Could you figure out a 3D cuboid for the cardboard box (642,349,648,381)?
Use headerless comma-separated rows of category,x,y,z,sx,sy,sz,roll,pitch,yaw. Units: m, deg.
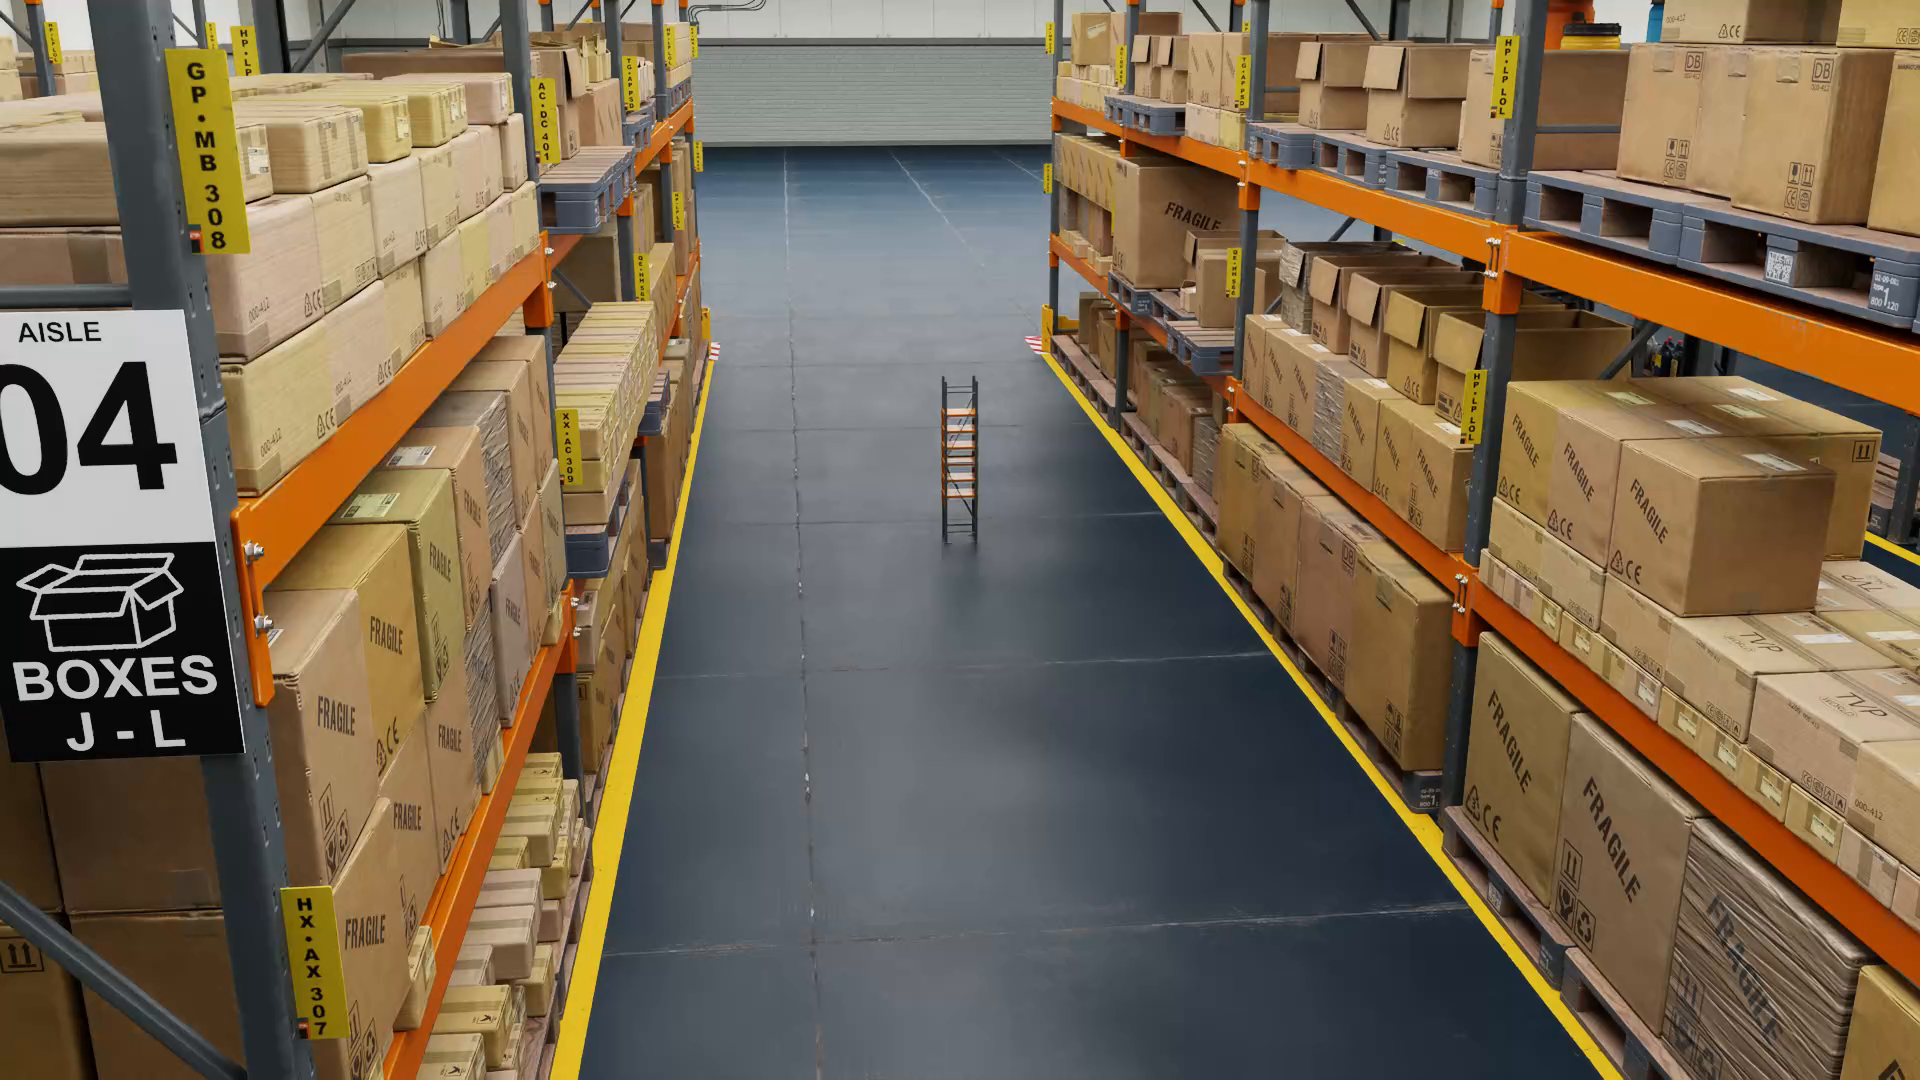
cardboard box,-2.004,-1.005,9.593,0.380,0.149,0.250,-2,18,-6

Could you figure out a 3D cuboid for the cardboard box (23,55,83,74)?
cardboard box,-7.681,-4.029,14.083,0.380,0.149,0.250,-1,17,-4

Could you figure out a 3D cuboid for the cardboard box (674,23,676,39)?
cardboard box,-2.784,-4.626,15.116,0.380,0.149,0.250,-2,18,-7

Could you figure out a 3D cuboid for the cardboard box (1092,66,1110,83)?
cardboard box,1.478,-4.493,16.058,0.380,0.149,0.250,-1,17,-3

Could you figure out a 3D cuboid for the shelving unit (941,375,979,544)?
shelving unit,-0.001,-0.577,12.011,0.258,1.200,0.189,-2,18,-6

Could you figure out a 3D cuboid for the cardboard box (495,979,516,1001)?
cardboard box,-1.763,1.538,5.831,0.380,0.149,0.250,-3,18,-8

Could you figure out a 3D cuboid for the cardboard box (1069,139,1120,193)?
cardboard box,1.410,-3.851,17.103,0.500,0.500,0.500,-2,18,-6

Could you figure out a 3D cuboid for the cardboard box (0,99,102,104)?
cardboard box,-2.194,-1.026,4.178,0.380,0.149,0.250,-1,17,-4

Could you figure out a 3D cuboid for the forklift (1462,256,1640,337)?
forklift,4.674,-1.780,12.952,1.130,2.935,3.031,-7,19,-22

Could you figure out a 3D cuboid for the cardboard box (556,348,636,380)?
cardboard box,-1.928,-0.918,8.818,0.380,0.149,0.250,-1,17,-4

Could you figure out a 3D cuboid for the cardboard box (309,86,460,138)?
cardboard box,-1.716,-1.275,4.974,0.380,0.149,0.250,-2,18,-6

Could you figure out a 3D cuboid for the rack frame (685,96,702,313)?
rack frame,-3.417,-3.532,18.419,1.000,3.000,0.127,-2,18,-6

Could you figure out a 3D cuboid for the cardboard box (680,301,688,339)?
cardboard box,-3.000,-1.716,15.482,0.875,0.875,0.875,-2,17,-5

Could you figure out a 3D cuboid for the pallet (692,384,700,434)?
pallet,-3.005,-1.238,15.770,1.003,0.211,1.213,-2,18,-6

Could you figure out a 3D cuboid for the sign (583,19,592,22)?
sign,-3.970,-5.402,17.778,0.100,0.325,0.005,-2,18,-6

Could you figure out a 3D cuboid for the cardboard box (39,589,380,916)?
cardboard box,-1.549,0.427,3.477,0.500,0.500,0.500,-2,18,-6

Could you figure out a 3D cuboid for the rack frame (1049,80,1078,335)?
rack frame,1.527,-3.655,18.811,1.000,3.000,0.127,-2,18,-6

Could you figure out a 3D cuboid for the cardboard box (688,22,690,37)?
cardboard box,-3.045,-5.382,17.523,0.380,0.149,0.250,-2,18,-5

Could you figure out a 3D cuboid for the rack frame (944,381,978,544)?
rack frame,0.008,-0.550,11.924,0.240,1.200,0.006,-2,18,-6

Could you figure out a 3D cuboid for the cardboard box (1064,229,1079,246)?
cardboard box,1.337,-3.293,18.077,0.380,0.149,0.250,-2,18,-6

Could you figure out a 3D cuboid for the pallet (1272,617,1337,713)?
pallet,2.481,0.659,9.726,1.003,0.211,1.213,-2,18,-6

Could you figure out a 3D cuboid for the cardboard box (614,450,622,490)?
cardboard box,-1.819,-0.326,7.925,0.380,0.149,0.250,-2,18,-5

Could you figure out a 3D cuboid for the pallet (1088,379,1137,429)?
pallet,1.835,-1.332,16.066,1.003,0.211,1.213,-2,18,-6

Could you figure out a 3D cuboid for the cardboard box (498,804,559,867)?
cardboard box,-1.785,1.166,6.519,0.380,0.149,0.250,-2,18,-6

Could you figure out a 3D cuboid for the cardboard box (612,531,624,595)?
cardboard box,-2.098,0.139,8.947,0.500,0.250,0.500,-1,17,-4

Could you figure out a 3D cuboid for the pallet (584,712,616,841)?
pallet,-2.261,1.142,8.187,1.003,0.211,1.213,-2,18,-6

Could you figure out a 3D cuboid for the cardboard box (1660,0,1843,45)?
cardboard box,2.855,-1.884,5.875,0.500,0.250,0.500,-3,18,-9

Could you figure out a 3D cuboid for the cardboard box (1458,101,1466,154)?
cardboard box,2.741,-1.998,7.974,0.500,0.311,0.500,-2,18,-8

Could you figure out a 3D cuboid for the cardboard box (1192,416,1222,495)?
cardboard box,2.193,-0.652,12.686,0.700,0.500,0.500,-3,18,-10

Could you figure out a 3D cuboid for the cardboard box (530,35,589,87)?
cardboard box,-2.139,-2.497,8.671,0.396,0.266,0.258,-2,18,-6

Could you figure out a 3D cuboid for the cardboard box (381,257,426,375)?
cardboard box,-1.675,-0.576,4.247,0.500,0.250,0.500,-2,18,-7

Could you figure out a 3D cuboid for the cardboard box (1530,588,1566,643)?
cardboard box,2.519,0.295,6.648,0.380,0.149,0.250,-1,17,-4

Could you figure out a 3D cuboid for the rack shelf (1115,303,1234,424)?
rack shelf,2.146,-1.524,13.225,1.077,0.370,4.000,-2,18,-6

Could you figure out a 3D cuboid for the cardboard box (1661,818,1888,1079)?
cardboard box,2.938,1.466,5.345,0.875,0.875,0.875,-2,18,-6

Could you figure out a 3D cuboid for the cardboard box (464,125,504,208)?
cardboard box,-1.837,-1.269,5.621,0.500,0.250,0.500,-3,18,-8

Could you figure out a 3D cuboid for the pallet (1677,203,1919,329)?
pallet,2.961,-0.862,5.054,1.003,0.211,1.213,-2,18,-6

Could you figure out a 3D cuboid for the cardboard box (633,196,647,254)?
cardboard box,-2.840,-2.413,13.020,0.700,0.500,0.500,-2,18,-5

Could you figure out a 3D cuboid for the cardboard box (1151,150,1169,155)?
cardboard box,2.093,-3.421,15.732,0.500,0.500,0.500,-2,18,-6

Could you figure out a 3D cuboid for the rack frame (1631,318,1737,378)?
rack frame,6.866,-2.616,15.502,1.000,3.000,0.127,-2,18,-6

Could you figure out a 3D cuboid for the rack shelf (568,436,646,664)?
rack shelf,-2.386,-0.209,9.036,1.077,0.370,4.000,-2,18,-6

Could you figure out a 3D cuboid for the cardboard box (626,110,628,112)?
cardboard box,-2.448,-3.007,11.021,0.500,0.311,0.500,-2,18,-6

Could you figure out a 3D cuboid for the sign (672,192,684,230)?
sign,-2.466,-2.874,14.524,0.100,0.325,0.005,-2,18,-6

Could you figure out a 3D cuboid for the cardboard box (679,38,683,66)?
cardboard box,-2.935,-4.695,16.003,0.500,0.250,0.500,-2,18,-5

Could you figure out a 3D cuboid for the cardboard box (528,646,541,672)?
cardboard box,-1.814,0.396,6.327,0.380,0.149,0.250,-1,17,-3

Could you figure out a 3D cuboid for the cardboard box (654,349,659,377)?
cardboard box,-2.084,-1.096,10.378,0.380,0.149,0.250,-1,17,-5

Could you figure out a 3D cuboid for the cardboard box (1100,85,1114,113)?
cardboard box,1.589,-4.106,15.492,0.500,0.250,0.500,-1,17,-4

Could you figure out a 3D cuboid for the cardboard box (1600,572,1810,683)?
cardboard box,2.658,0.301,5.966,0.500,0.250,0.500,-1,17,-4

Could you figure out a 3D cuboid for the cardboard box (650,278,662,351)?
cardboard box,-2.476,-1.640,12.225,0.500,0.500,0.500,-2,18,-6

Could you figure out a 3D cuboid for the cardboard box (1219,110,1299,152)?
cardboard box,2.059,-2.765,11.219,0.500,0.250,0.500,-2,18,-6

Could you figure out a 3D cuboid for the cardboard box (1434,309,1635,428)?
cardboard box,2.691,-0.796,7.863,0.797,0.503,0.637,-2,18,-7

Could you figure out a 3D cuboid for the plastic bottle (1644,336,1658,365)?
plastic bottle,7.132,-1.998,17.222,0.144,0.351,0.185,-2,18,-6

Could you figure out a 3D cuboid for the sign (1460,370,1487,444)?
sign,2.226,-0.575,7.199,0.100,0.325,0.005,-2,18,-6

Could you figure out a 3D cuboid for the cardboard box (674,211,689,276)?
cardboard box,-3.072,-2.849,15.993,0.875,0.550,0.550,-2,18,-6

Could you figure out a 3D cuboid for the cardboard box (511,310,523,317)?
cardboard box,-2.706,-1.289,10.000,0.380,0.149,0.250,-2,18,-7

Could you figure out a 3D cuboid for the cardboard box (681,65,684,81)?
cardboard box,-2.889,-4.548,16.199,0.380,0.149,0.250,-2,17,-5
